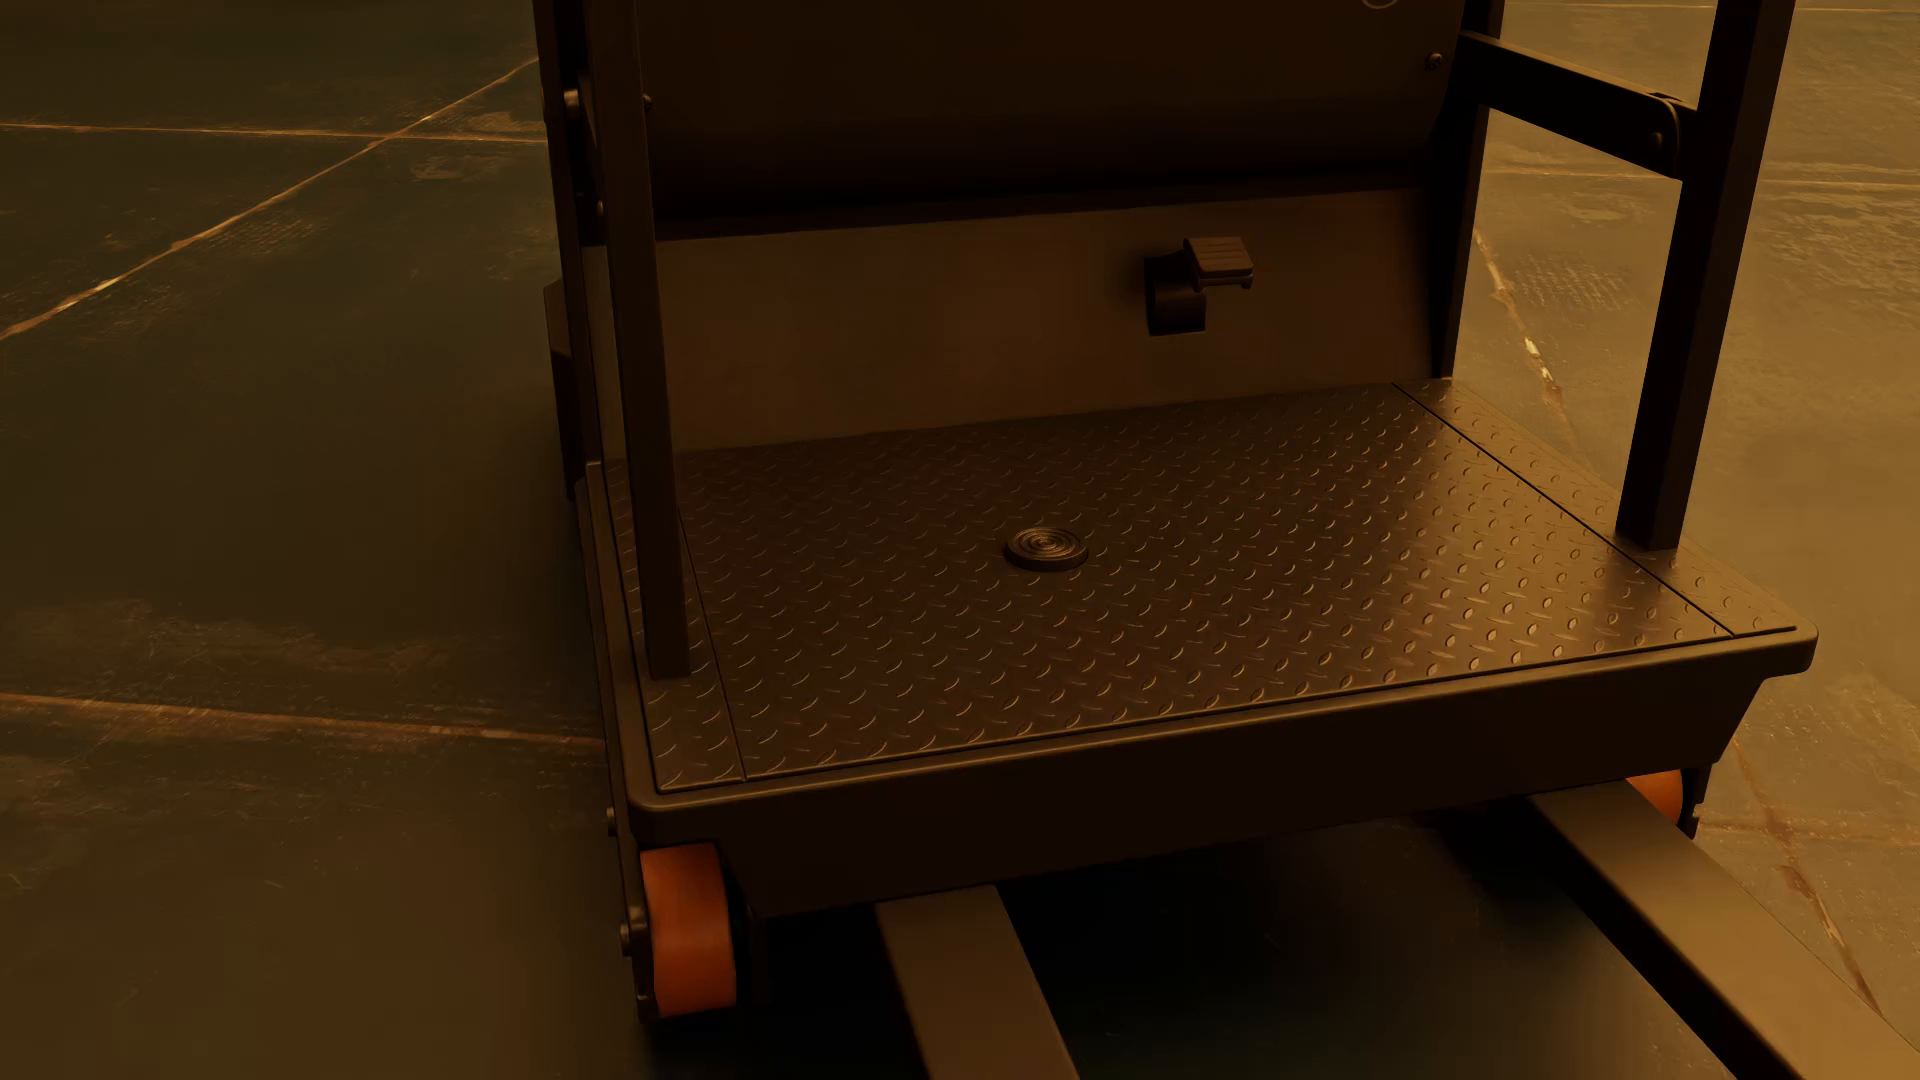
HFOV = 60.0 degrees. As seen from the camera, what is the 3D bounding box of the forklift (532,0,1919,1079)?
[{"bbox_3d":[0.153,-1.049,1.319,1.130,2.935,3.031,-7,27,-13],"label":"forklift"}]
